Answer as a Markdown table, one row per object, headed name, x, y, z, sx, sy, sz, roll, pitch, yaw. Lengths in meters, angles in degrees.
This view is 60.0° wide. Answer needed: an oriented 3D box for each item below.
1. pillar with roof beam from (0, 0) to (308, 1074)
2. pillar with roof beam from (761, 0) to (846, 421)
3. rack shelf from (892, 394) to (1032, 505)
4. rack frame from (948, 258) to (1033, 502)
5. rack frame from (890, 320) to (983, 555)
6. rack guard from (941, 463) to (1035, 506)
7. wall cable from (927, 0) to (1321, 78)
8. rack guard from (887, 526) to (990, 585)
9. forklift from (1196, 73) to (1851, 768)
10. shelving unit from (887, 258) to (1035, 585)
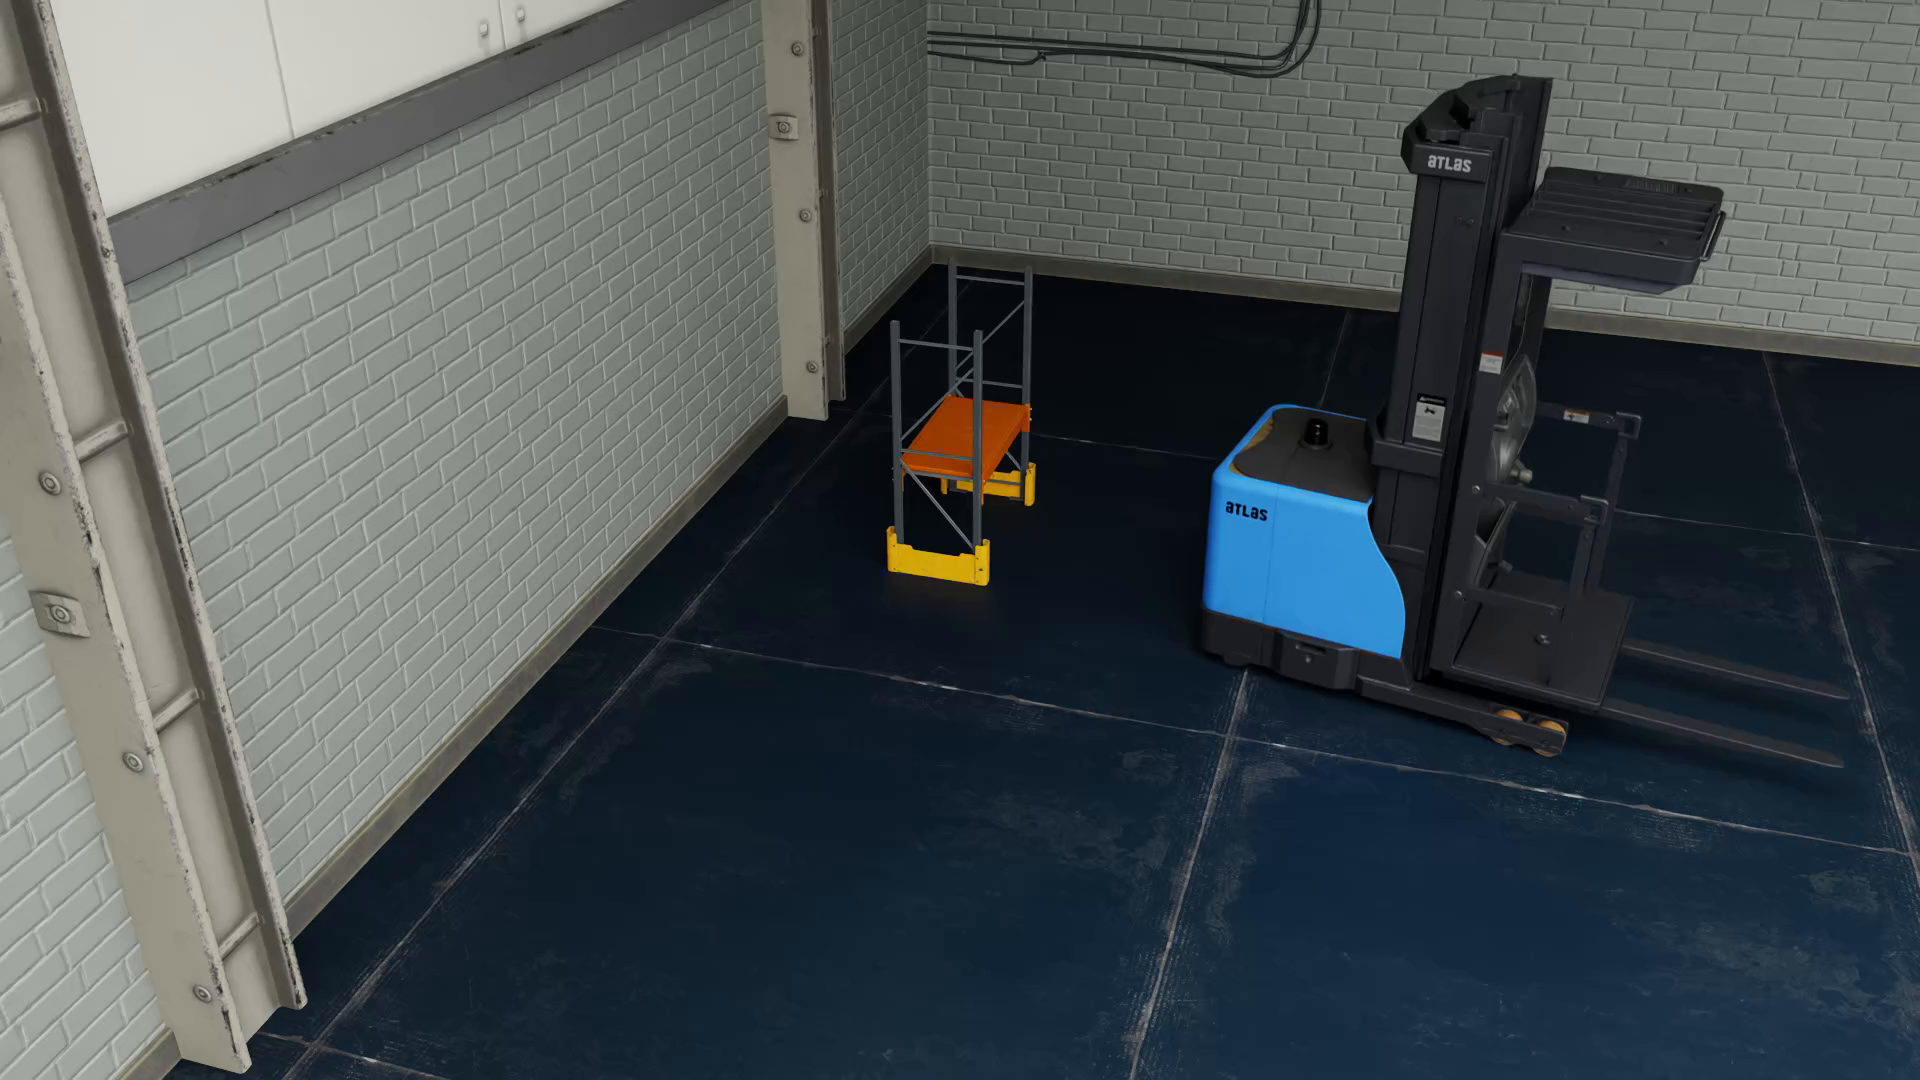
| name | x | y | z | sx | sy | sz | roll | pitch | yaw |
| --- | --- | --- | --- | --- | --- | --- | --- | --- | --- |
| pillar with roof beam | 1.361 | -1.447 | 3.094 | 9.100 | 9.000 | 0.400 | 8 | 30 | 15 |
| pillar with roof beam | 3.122 | -4.235 | 8.107 | 9.100 | 9.000 | 0.400 | 8 | 30 | 15 |
| rack shelf | 0.025 | -0.538 | 9.544 | 0.538 | 0.185 | 1.000 | 8 | 30 | 15 |
| rack frame | 0.174 | -0.931 | 9.881 | 0.500 | 1.500 | 0.032 | 8 | 30 | 15 |
| rack frame | -0.124 | -0.459 | 9.032 | 0.500 | 1.500 | 0.032 | 8 | 30 | 15 |
| rack guard | 0.169 | -0.376 | 10.169 | 0.587 | 0.250 | 0.087 | 8 | 30 | 15 |
| wall cable | 1.136 | -4.673 | 12.088 | 3.097 | 2.526 | 0.112 | 8 | 30 | 15 |
| rack guard | -0.124 | 0.087 | 9.337 | 0.587 | 0.250 | 0.087 | 8 | 30 | 15 |
| forklift | 2.774 | -0.550 | 7.723 | 3.031 | 2.935 | 1.130 | 14 | 32 | 24 |
| shelving unit | 0.022 | -0.691 | 9.449 | 0.587 | 1.500 | 1.083 | 8 | 30 | 15 |
